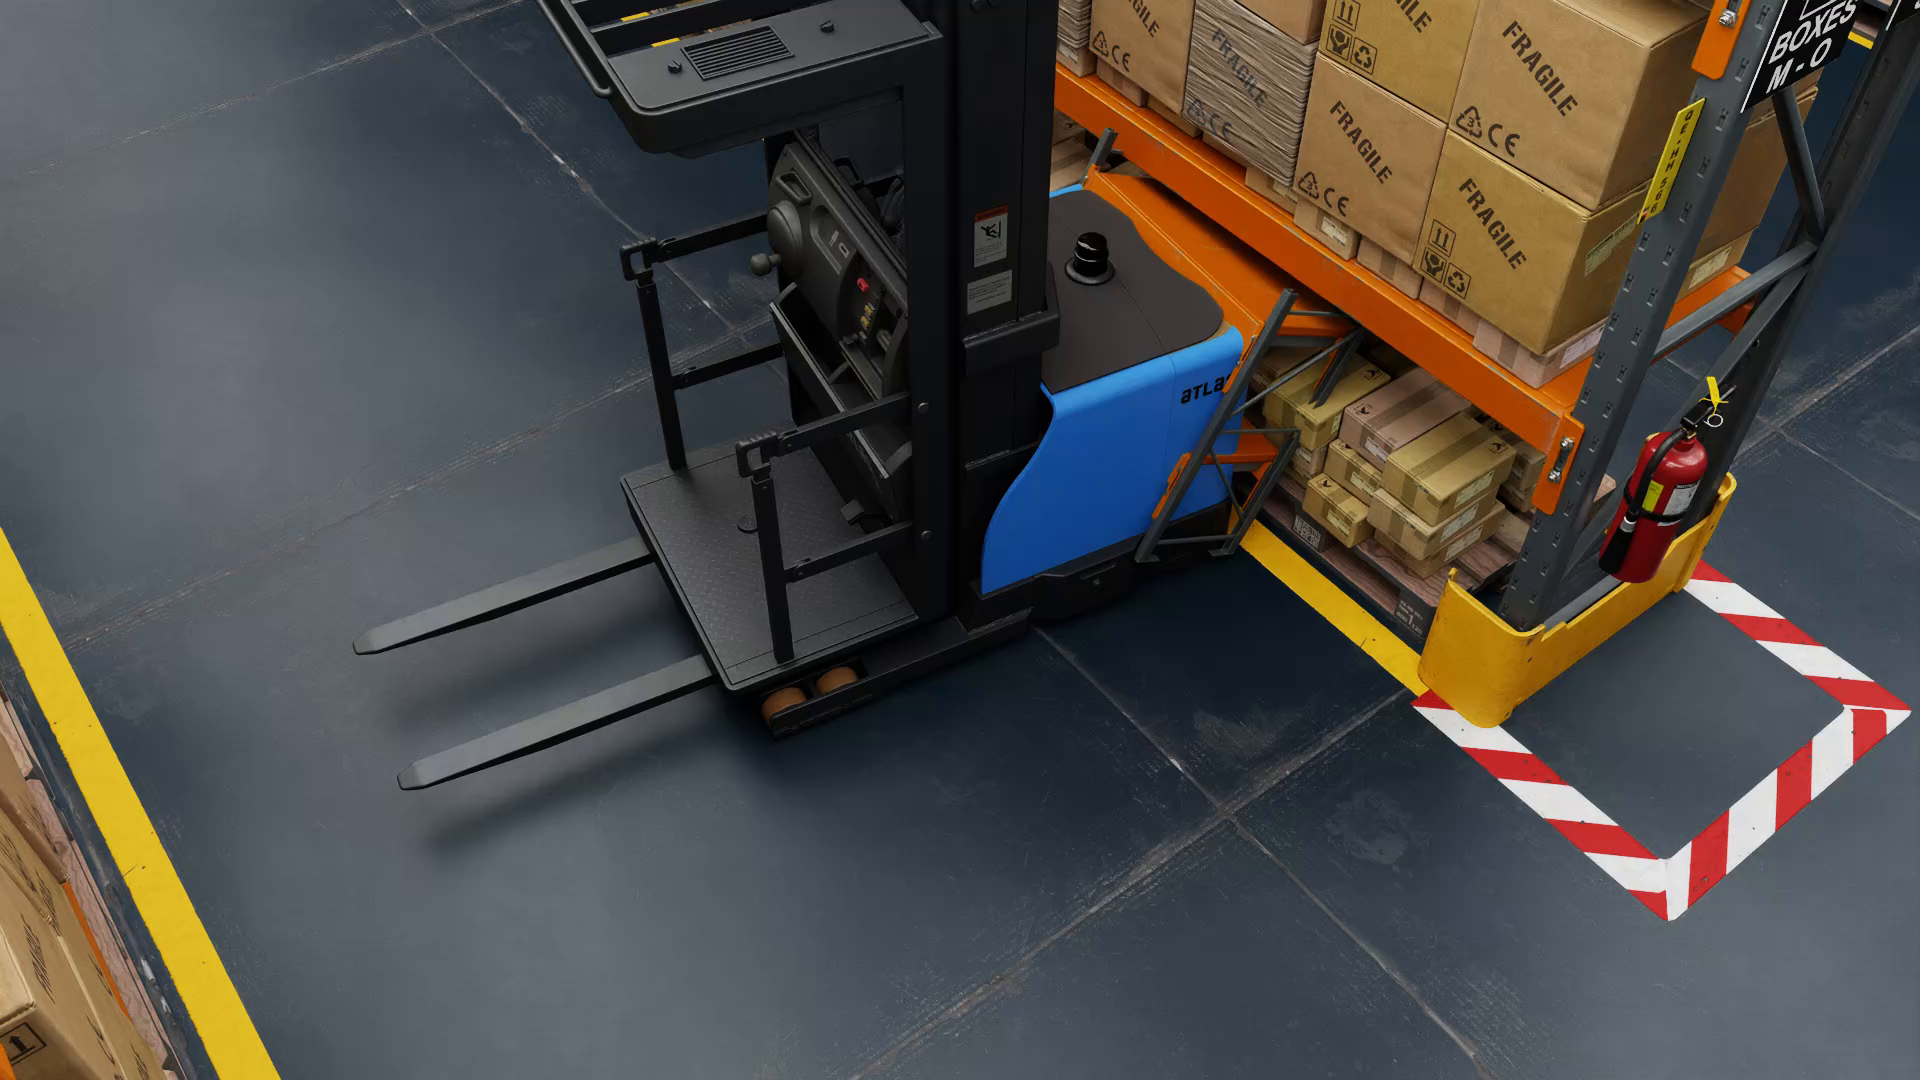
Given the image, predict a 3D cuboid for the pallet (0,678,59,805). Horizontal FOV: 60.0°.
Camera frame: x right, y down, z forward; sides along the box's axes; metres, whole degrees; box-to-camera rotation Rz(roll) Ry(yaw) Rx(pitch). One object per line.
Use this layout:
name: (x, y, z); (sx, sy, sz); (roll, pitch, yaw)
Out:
pallet: (-3.711, 0.677, 5.493); (1.003, 0.211, 1.213); (-29, 54, -24)

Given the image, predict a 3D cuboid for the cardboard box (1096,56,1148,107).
cardboard box: (0.715, -1.733, 5.966); (0.380, 0.149, 0.250); (-27, 53, -23)

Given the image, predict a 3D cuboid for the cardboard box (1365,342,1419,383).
cardboard box: (1.739, -0.663, 6.267); (0.380, 0.149, 0.250); (-29, 54, -24)

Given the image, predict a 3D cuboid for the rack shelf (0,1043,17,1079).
rack shelf: (-2.898, -0.329, 2.985); (1.077, 0.370, 4.000); (-29, 54, -24)

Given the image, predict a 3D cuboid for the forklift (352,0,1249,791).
forklift: (-0.559, -0.775, 4.974); (3.031, 2.935, 1.130); (-21, 51, -18)

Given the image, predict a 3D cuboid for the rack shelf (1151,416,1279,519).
rack shelf: (0.670, -0.512, 6.129); (0.538, 0.278, 1.000); (-4, 43, -39)

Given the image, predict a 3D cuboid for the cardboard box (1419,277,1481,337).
cardboard box: (1.648, -0.809, 5.128); (0.380, 0.149, 0.250); (-29, 54, -24)

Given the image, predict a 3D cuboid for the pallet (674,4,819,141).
pallet: (-0.704, -2.545, 8.414); (1.003, 0.211, 1.213); (-29, 54, -24)

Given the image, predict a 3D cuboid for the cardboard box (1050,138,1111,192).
cardboard box: (0.390, -1.464, 6.792); (0.380, 0.149, 0.250); (-28, 54, -23)

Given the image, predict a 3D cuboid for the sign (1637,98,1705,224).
sign: (1.737, -0.922, 4.066); (0.100, 0.325, 0.005); (-29, 54, -24)

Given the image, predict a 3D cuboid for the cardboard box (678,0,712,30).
cardboard box: (-1.190, -2.950, 8.304); (0.500, 0.500, 0.500); (-31, 55, -25)

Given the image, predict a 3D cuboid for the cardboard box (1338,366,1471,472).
cardboard box: (1.562, -0.420, 5.845); (0.380, 0.149, 0.250); (-28, 54, -23)

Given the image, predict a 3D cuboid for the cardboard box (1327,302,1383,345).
cardboard box: (1.615, -0.933, 6.310); (0.380, 0.149, 0.250); (-32, 55, -26)

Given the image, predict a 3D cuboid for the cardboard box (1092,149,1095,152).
cardboard box: (0.637, -1.767, 7.267); (0.380, 0.149, 0.250); (-29, 54, -24)

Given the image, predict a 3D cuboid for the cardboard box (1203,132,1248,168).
cardboard box: (1.059, -1.444, 5.704); (0.380, 0.149, 0.250); (-32, 55, -25)

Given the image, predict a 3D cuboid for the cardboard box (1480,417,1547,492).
cardboard box: (2.078, -0.372, 6.002); (0.380, 0.149, 0.250); (-27, 53, -23)

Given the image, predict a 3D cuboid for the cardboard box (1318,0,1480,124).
cardboard box: (1.409, -1.591, 4.724); (0.500, 0.500, 0.500); (-31, 55, -25)

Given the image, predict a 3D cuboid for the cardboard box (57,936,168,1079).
cardboard box: (-1.750, 1.170, 3.097); (0.500, 0.500, 0.500); (-30, 54, -24)

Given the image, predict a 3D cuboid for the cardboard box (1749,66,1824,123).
cardboard box: (2.130, -1.517, 4.658); (0.500, 0.500, 0.500); (-30, 54, -24)

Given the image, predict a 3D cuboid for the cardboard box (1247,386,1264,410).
cardboard box: (1.247, -0.641, 6.247); (0.380, 0.149, 0.250); (-30, 54, -24)

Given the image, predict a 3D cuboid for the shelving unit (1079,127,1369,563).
shelving unit: (0.761, -0.698, 6.000); (0.538, 1.125, 1.048); (-4, 43, -39)

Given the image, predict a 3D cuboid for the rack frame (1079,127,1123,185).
rack frame: (0.503, -1.026, 6.291); (0.500, 1.125, 0.032); (-4, 43, -39)

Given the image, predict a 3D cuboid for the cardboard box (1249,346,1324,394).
cardboard box: (1.198, -0.697, 6.096); (0.380, 0.149, 0.250); (-31, 55, -25)

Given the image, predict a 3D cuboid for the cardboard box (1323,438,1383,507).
cardboard box: (1.529, -0.309, 5.946); (0.380, 0.149, 0.250); (-31, 55, -25)

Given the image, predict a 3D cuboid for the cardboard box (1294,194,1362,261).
cardboard box: (1.311, -1.090, 5.383); (0.380, 0.149, 0.250); (-28, 54, -23)

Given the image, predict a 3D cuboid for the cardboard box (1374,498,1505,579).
cardboard box: (1.706, -0.065, 5.925); (0.380, 0.149, 0.250); (-29, 54, -23)

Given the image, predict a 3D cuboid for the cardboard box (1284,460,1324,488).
cardboard box: (1.379, -0.365, 6.197); (0.380, 0.149, 0.250); (-30, 54, -24)

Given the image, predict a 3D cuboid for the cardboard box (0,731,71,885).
cardboard box: (-2.372, 0.577, 3.635); (0.500, 0.500, 0.500); (-30, 54, -24)

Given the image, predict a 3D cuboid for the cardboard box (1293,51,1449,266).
cardboard box: (1.406, -1.253, 5.093); (0.500, 0.500, 0.500); (-30, 55, -25)

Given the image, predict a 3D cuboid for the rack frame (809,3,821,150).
rack frame: (-0.231, -3.023, 6.966); (1.000, 3.000, 0.127); (-29, 54, -24)

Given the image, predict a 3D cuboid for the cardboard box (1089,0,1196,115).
cardboard box: (0.798, -1.847, 5.631); (0.500, 0.500, 0.500); (-27, 53, -22)

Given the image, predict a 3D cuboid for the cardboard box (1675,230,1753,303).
cardboard box: (2.256, -0.918, 5.227); (0.380, 0.149, 0.250); (-30, 54, -24)

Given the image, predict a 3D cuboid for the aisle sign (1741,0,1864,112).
aisle sign: (1.996, -1.360, 3.703); (0.394, 0.787, 0.004); (-29, 54, -24)

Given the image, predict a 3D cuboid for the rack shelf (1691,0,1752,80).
rack shelf: (0.980, -2.609, 5.052); (1.077, 0.370, 4.000); (-29, 54, -24)

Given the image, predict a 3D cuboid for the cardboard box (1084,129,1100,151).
cardboard box: (0.629, -1.849, 7.141); (0.380, 0.149, 0.250); (-28, 54, -23)

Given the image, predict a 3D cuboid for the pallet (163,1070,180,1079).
pallet: (-2.234, 2.116, 4.189); (1.003, 0.211, 1.213); (-29, 54, -24)

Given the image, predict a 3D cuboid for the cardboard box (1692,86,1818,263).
cardboard box: (2.139, -1.186, 5.033); (0.500, 0.500, 0.500); (-27, 53, -22)

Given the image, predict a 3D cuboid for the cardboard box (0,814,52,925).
cardboard box: (-2.070, 0.534, 2.999); (0.500, 0.500, 0.500); (-31, 55, -25)
